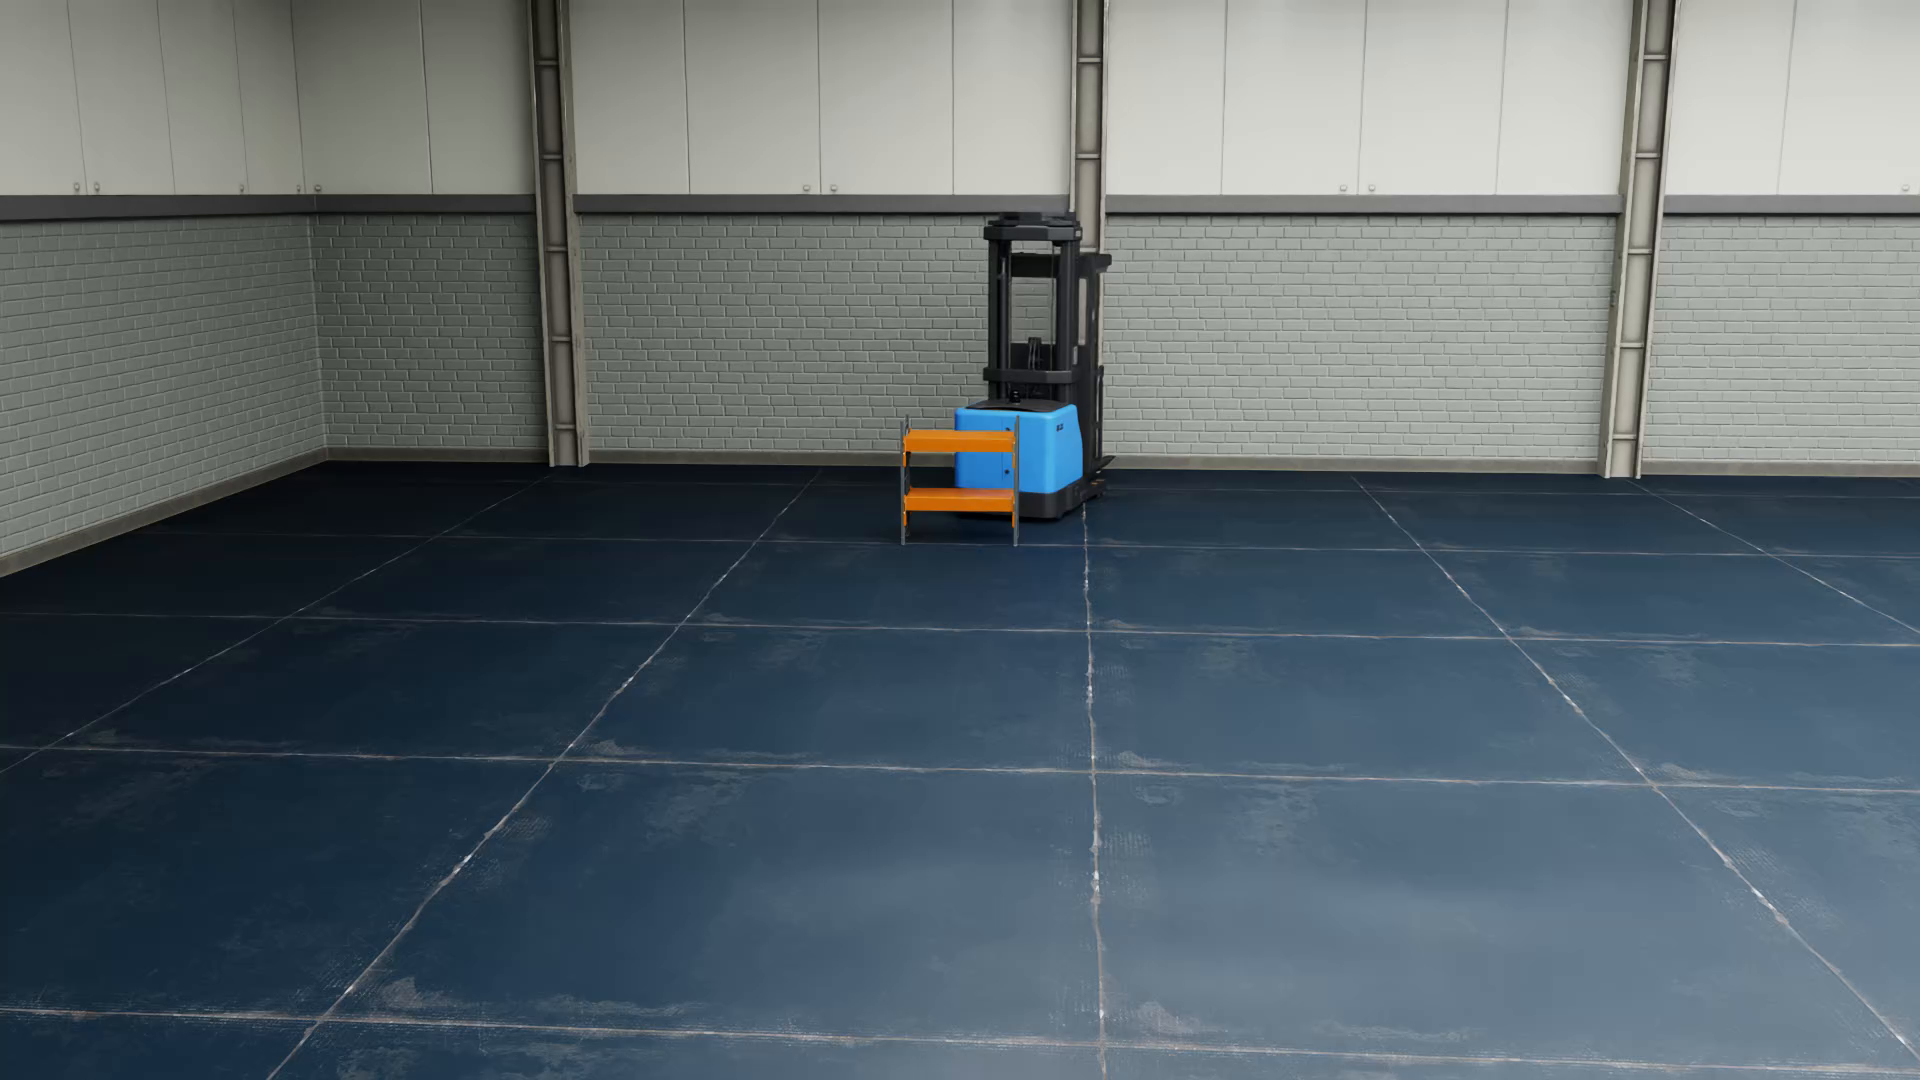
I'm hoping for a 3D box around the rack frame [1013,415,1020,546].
[{"bbox_3d":[0.514,-0.544,15.101,0.032,1.125,0.500,1,12,4],"label":"rack frame"}]

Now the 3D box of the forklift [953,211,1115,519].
[{"bbox_3d":[0.911,-1.894,17.147,1.130,2.935,3.031,4,13,19],"label":"forklift"}]

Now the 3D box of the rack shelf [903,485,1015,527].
[{"bbox_3d":[0.007,-0.311,15.184,1.000,0.278,0.538,1,12,4],"label":"rack shelf"}]

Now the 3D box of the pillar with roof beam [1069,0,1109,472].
[{"bbox_3d":[1.127,-4.328,13.963,0.400,9.000,9.100,1,12,4],"label":"pillar with roof beam"}]

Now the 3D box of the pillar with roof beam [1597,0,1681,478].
[{"bbox_3d":[7.113,-4.246,13.570,0.400,9.000,9.100,1,12,4],"label":"pillar with roof beam"}]

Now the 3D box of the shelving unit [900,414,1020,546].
[{"bbox_3d":[0.007,-0.550,15.134,1.048,1.125,0.538,1,12,4],"label":"shelving unit"}]

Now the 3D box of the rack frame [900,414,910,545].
[{"bbox_3d":[-0.500,-0.557,15.168,0.032,1.125,0.500,1,12,4],"label":"rack frame"}]

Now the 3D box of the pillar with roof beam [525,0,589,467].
[{"bbox_3d":[-4.860,-4.410,14.355,0.400,9.000,9.100,1,12,4],"label":"pillar with roof beam"}]

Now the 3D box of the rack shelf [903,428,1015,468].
[{"bbox_3d":[0.007,-0.837,15.074,1.000,0.278,0.538,1,12,4],"label":"rack shelf"}]
